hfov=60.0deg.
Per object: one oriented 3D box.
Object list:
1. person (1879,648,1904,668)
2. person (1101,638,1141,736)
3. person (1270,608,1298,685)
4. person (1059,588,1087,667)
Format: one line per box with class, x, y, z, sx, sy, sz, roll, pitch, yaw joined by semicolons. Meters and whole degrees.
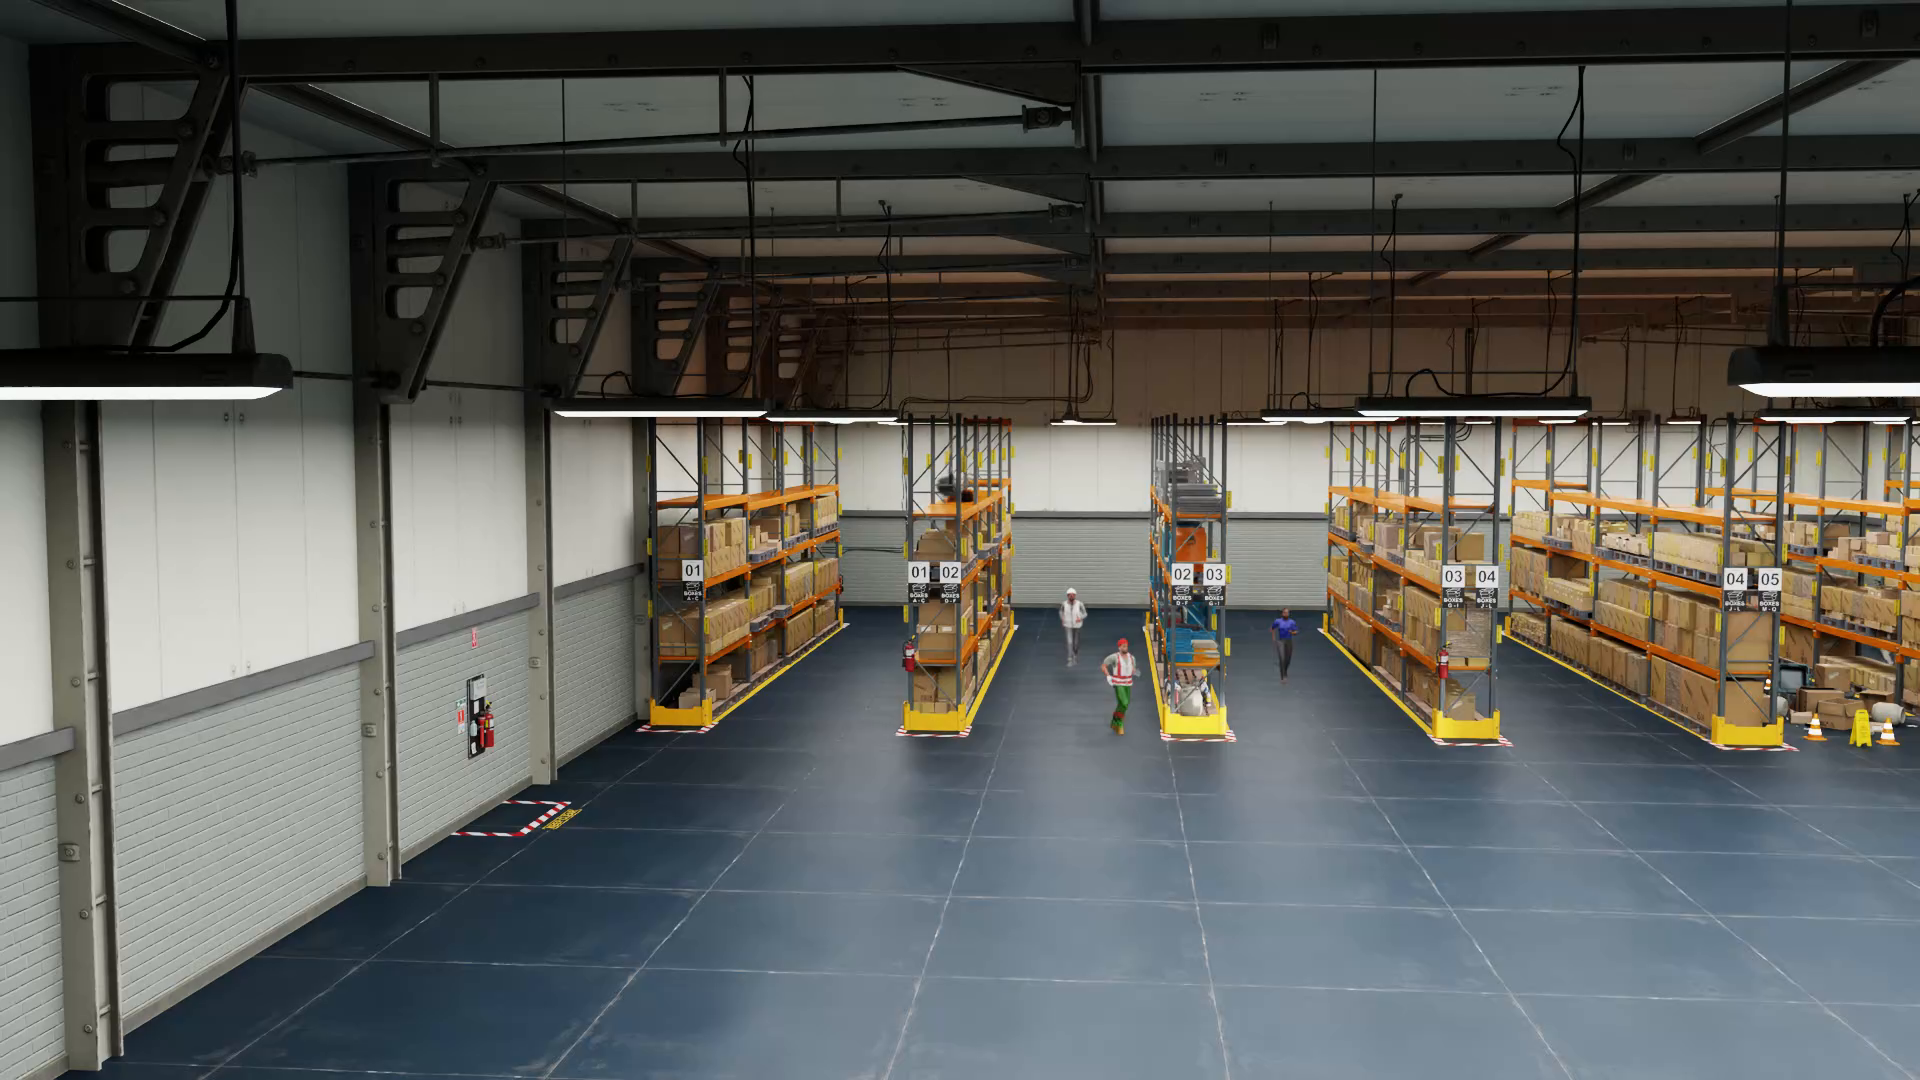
person;21.644;2.243;38.568;0.684;1.763;0.766;0;4;6
person;3.039;2.748;31.057;0.632;1.821;0.748;-2;5;-32
person;7.307;2.366;37.413;0.570;1.648;0.921;0;4;-3
person;2.600;2.015;38.235;0.655;1.816;0.851;0;4;5
